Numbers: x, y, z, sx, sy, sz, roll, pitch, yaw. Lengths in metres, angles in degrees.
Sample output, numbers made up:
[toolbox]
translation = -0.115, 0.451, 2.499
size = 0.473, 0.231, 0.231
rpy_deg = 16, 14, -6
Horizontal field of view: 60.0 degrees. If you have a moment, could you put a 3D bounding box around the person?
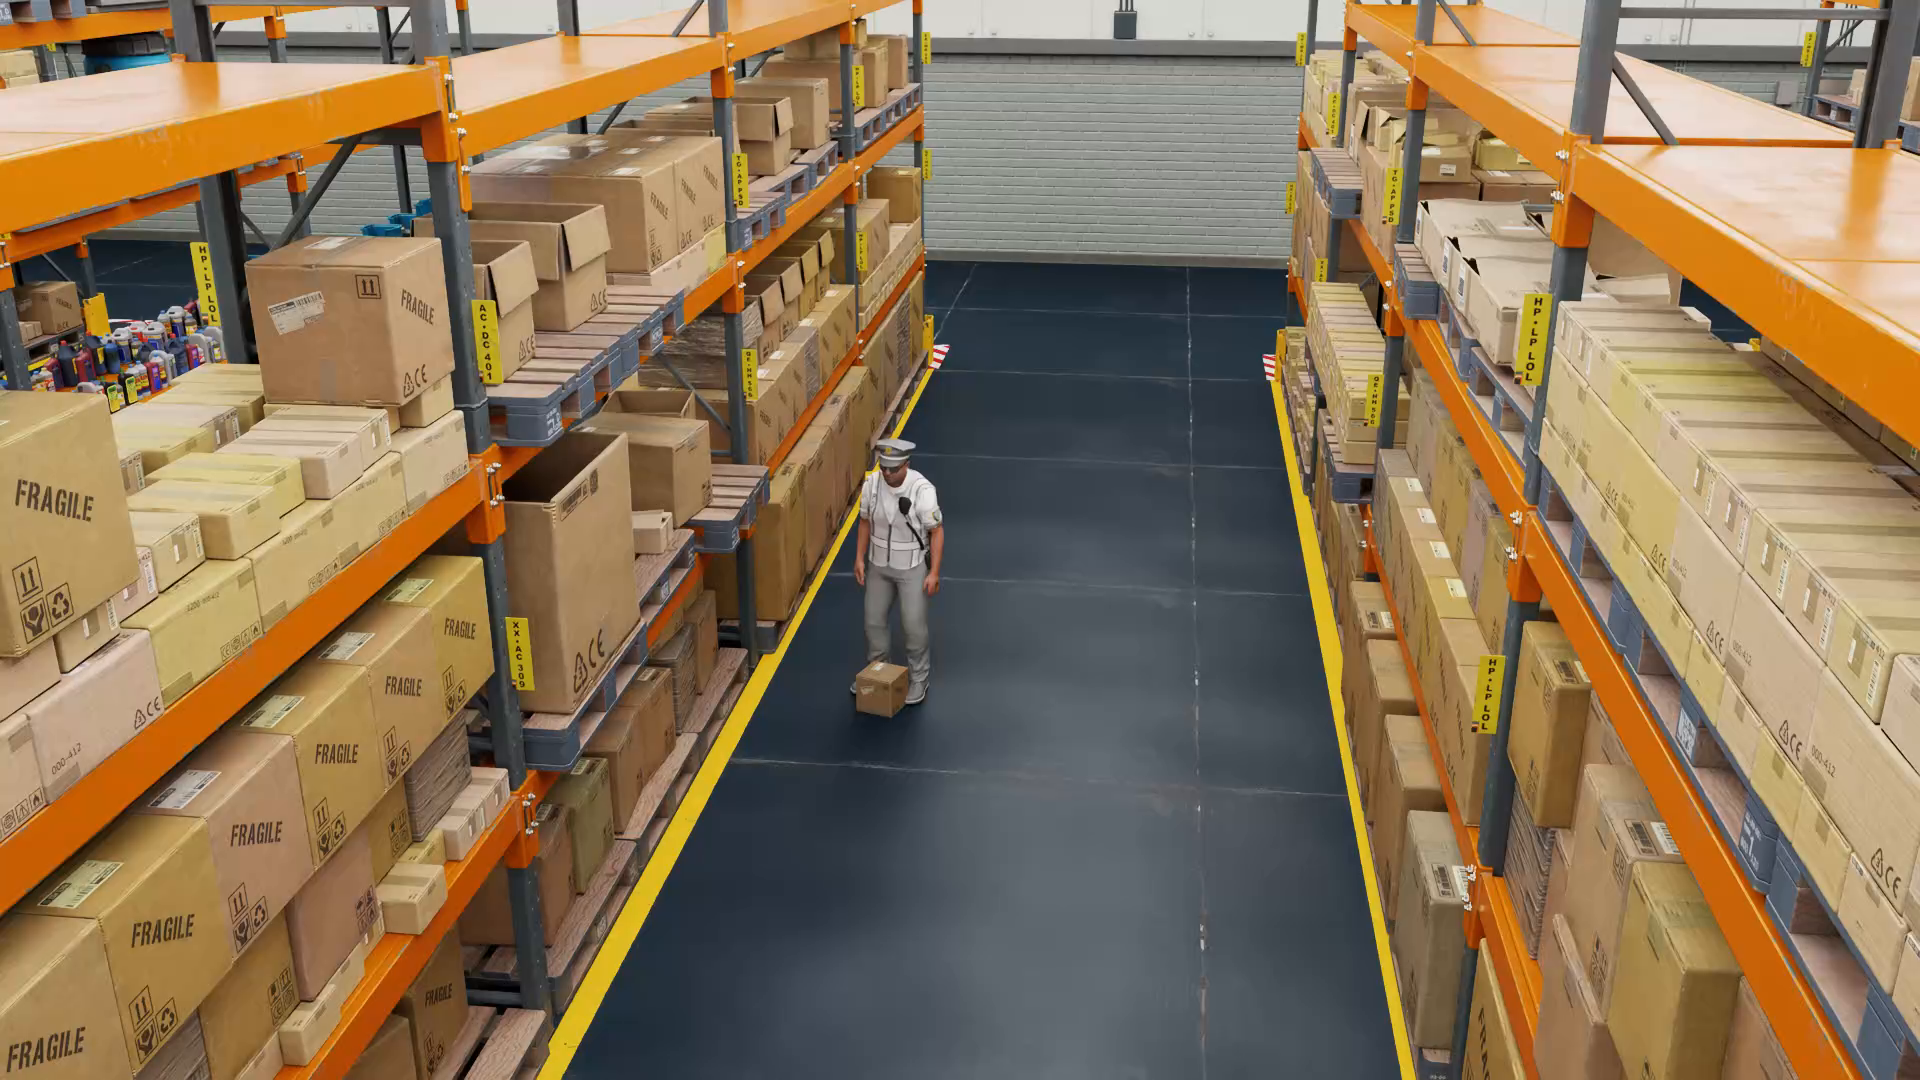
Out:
[person]
translation = -0.387, 0.167, 10.636
size = 0.594, 1.748, 0.434
rpy_deg = 9, 23, 22
